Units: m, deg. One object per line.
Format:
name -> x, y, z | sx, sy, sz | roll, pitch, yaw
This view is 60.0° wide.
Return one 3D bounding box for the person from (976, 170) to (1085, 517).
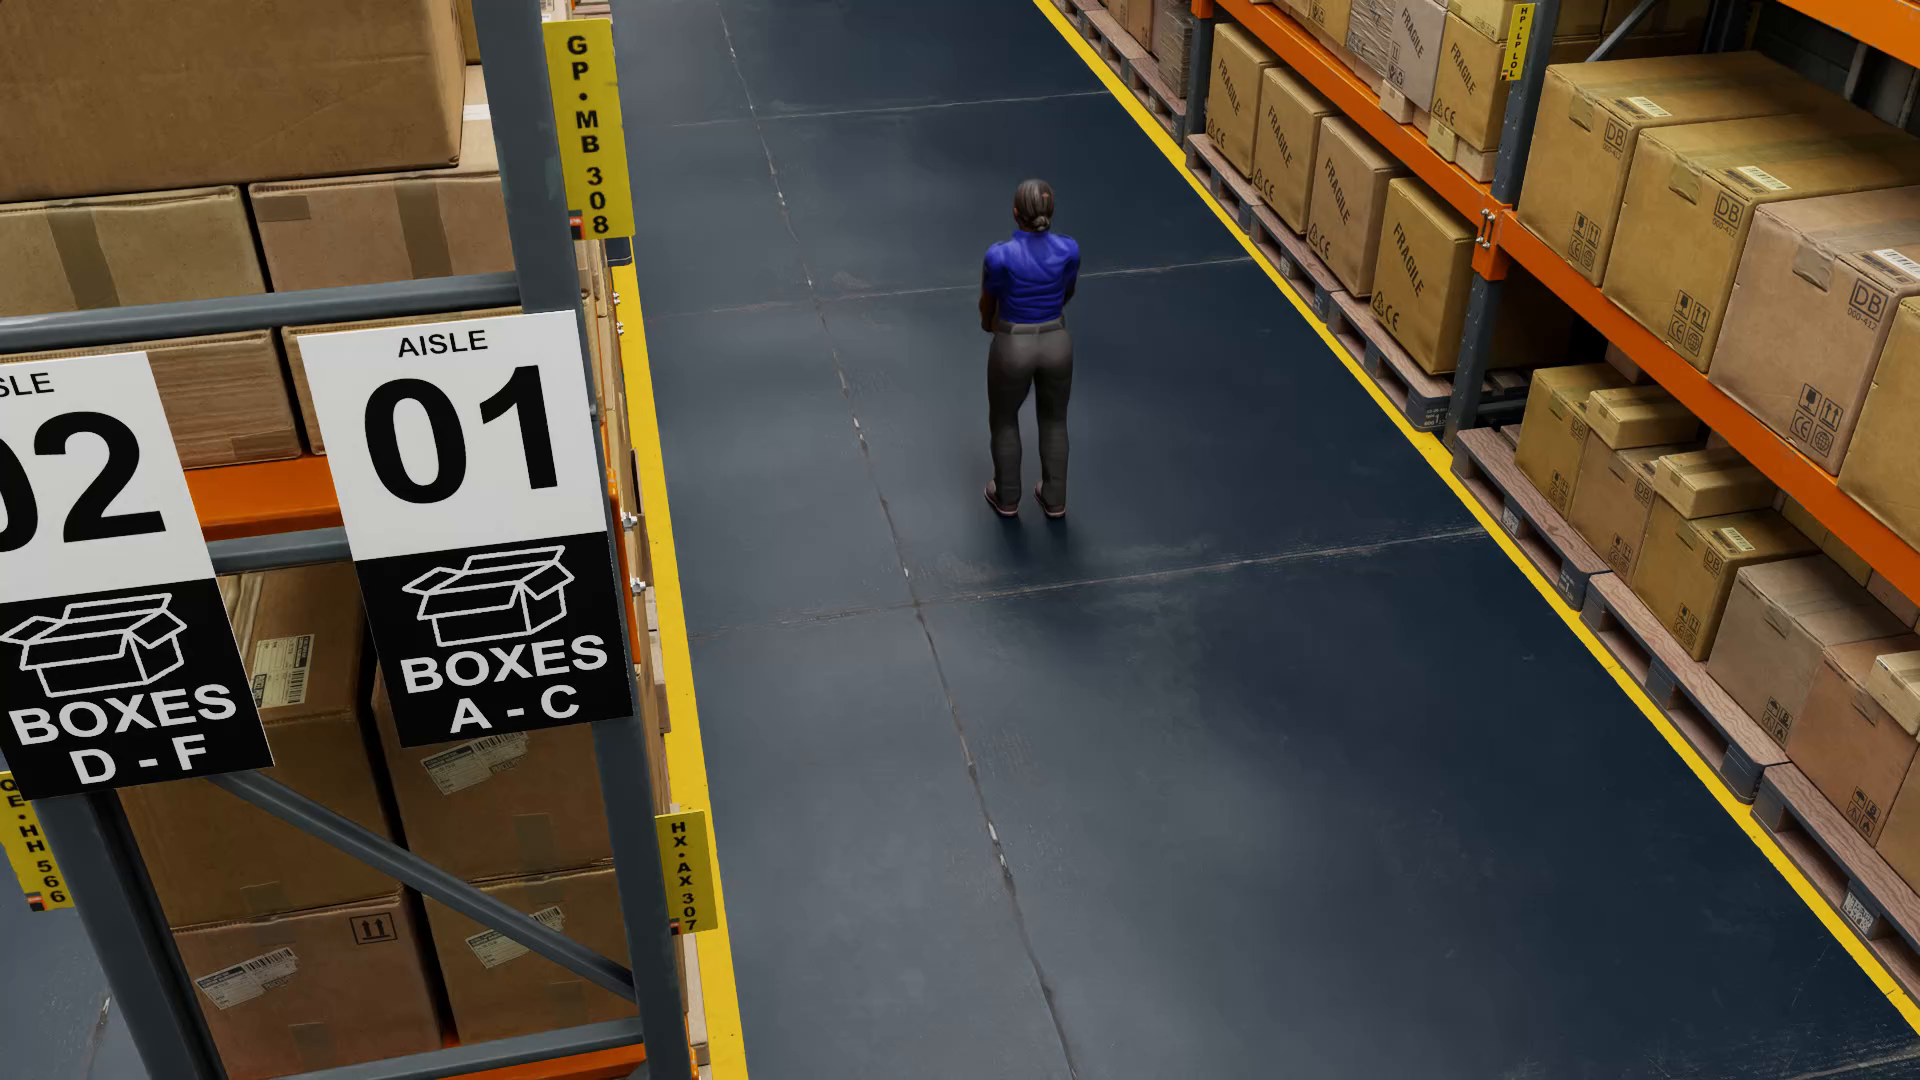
person -> 0.301, -0.844, 7.370 | 0.498, 1.658, 0.399 | -8, 35, -12
